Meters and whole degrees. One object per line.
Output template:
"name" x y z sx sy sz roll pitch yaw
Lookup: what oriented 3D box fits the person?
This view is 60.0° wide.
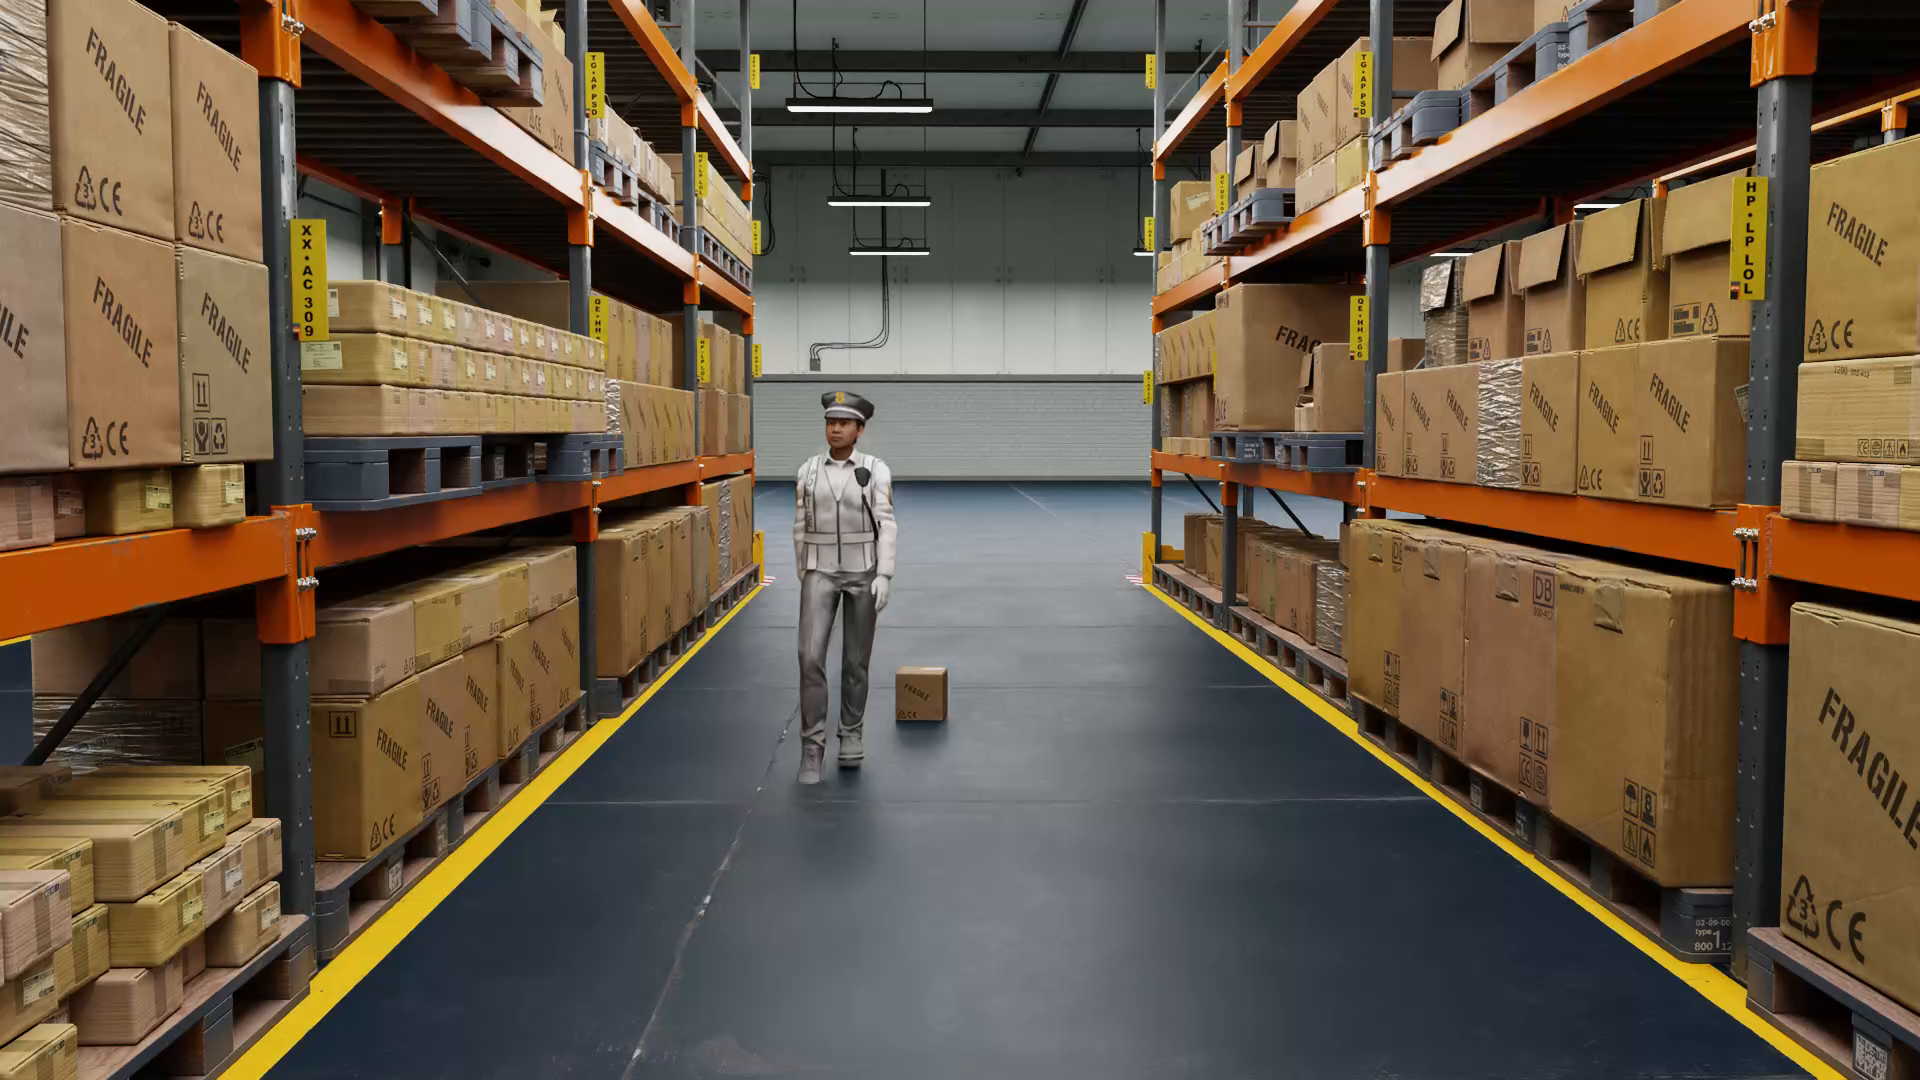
"person" -0.517 0.209 7.406 0.485 1.751 0.616 0 4 0
